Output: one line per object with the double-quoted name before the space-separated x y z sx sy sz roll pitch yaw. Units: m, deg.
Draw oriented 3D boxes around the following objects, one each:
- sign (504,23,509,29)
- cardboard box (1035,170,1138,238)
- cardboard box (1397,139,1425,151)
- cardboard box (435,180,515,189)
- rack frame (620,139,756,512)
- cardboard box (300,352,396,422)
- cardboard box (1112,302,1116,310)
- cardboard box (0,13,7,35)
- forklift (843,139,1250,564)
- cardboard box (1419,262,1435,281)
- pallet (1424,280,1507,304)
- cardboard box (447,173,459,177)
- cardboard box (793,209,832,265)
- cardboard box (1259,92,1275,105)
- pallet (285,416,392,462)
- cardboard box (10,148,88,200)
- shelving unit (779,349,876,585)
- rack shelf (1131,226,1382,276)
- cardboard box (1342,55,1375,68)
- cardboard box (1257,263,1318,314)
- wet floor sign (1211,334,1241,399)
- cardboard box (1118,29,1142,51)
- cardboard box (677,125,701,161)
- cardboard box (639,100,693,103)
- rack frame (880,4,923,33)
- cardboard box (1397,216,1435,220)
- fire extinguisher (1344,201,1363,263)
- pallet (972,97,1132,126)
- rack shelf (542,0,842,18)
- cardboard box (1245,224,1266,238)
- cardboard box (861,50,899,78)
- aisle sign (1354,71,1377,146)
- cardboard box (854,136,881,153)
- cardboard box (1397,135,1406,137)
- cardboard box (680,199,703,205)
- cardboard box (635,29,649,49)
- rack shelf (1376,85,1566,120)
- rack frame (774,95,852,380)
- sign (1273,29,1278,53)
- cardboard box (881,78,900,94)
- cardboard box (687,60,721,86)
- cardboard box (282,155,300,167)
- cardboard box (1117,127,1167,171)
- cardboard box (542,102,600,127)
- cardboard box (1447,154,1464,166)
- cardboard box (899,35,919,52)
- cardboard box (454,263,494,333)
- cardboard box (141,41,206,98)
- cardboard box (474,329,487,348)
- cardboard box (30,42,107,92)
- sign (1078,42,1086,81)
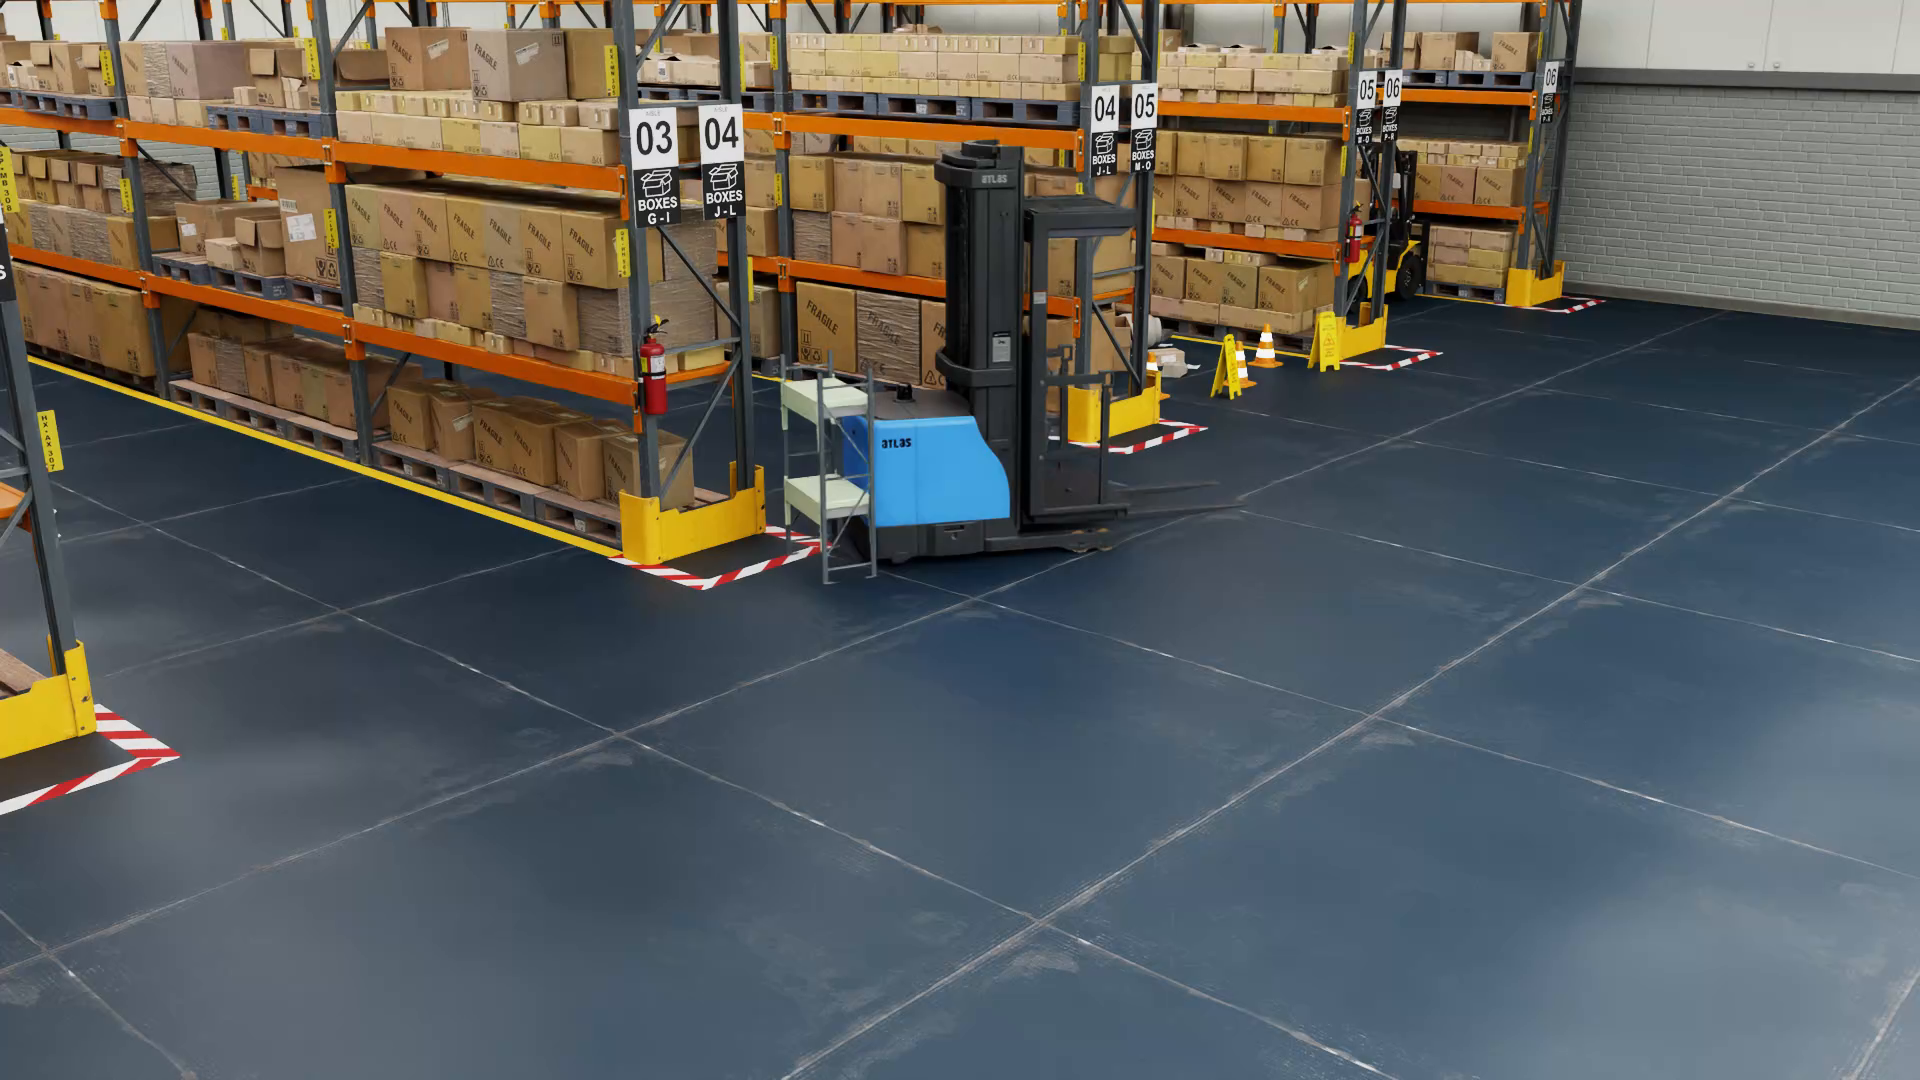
"sign" -7.692 -8.604 28.228 0.005 0.325 0.100 15 23 39
"cardboard box" 1.186 -3.161 15.579 0.550 0.550 0.875 15 23 39
"cardboard box" 6.381 -5.585 23.521 0.250 0.149 0.380 15 23 40
"cardboard box" -4.028 -2.730 13.946 0.500 0.500 0.500 15 23 39
"rack frame" -1.930 -1.389 12.031 0.127 3.000 1.000 15 23 39
"cardboard box" -5.711 -1.439 15.592 0.500 0.500 0.700 15 23 39
"cardboard box" 1.918 -3.145 21.413 0.500 0.250 0.500 14 22 37
"cardboard box" -11.604 -6.072 19.561 0.500 0.250 0.500 13 22 36
"forklift" 0.678 -1.447 12.327 3.031 2.935 1.130 -4 18 -13
"cardboard box" 6.645 -3.872 23.705 0.500 0.250 0.500 15 23 40
"pallet" 7.340 -3.570 23.512 1.213 0.211 1.003 15 23 39
"cardboard box" -6.376 -4.769 21.417 0.250 0.149 0.380 16 24 41
"cardboard box" -1.270 -3.294 17.786 0.550 0.550 0.875 15 23 39
"cardboard box" 3.666 -5.119 19.240 0.250 0.149 0.380 15 23 40
"pallet" -5.505 -1.019 15.475 1.213 0.211 1.003 15 23 39
"cardboard box" -10.422 -4.198 19.058 0.637 0.503 0.797 14 23 38
"shelving unit" -0.938 -0.529 11.798 0.431 1.500 0.755 -8 19 -25
"rack shelf" 3.152 -3.690 20.470 4.000 0.370 1.077 15 23 39
"cardboard box" 4.518 -5.439 18.929 0.250 0.149 0.380 15 23 39
"cardboard box" 3.876 -2.980 19.655 0.500 0.500 0.500 15 23 40
"wet floor sign" 2.774 -1.811 17.252 0.232 0.644 0.267 11 20 30
"cardboard box" 2.780 -7.807 26.270 0.500 0.500 0.700 14 23 38
"cardboard box" -2.119 -2.903 12.089 0.500 0.250 0.500 16 24 41
"cardboard box" -2.112 -3.119 12.111 0.250 0.149 0.380 16 23 40
"rack frame" -1.035 -10.024 29.321 0.127 3.000 1.000 15 23 39
"cardboard box" 6.584 -4.567 24.243 0.500 0.250 0.500 14 23 38
"fire extinguisher" 4.428 -3.467 18.706 0.183 0.674 0.296 15 23 39
"pallet" 0.876 -4.025 15.524 1.213 0.211 1.003 15 23 39
"rack shelf" -3.050 -6.022 18.560 4.000 0.370 1.077 15 23 39
"cardboard box" 3.573 -3.665 19.618 0.250 0.149 0.380 16 23 40
"cardboard box" -0.618 -4.679 16.333 0.500 0.250 0.500 15 23 39
"aisle sign" 4.502 -4.792 18.456 0.004 0.787 0.394 15 23 39
"cardboard box" -1.153 -5.485 23.583 0.500 0.500 0.500 14 22 38
"cardboard box" 6.324 -5.797 24.189 0.250 0.149 0.380 15 23 39
"cardboard box" -2.877 -3.589 18.797 0.500 0.500 0.500 15 23 40
"cardboard box" -5.357 -8.031 26.970 0.797 0.503 0.637 -16 24 -41
"rack shelf" 6.444 -6.244 23.557 4.000 0.370 1.077 15 23 39
"rack frame" -1.554 -3.294 18.033 0.127 3.000 1.000 15 23 39
"sign" 4.595 -7.260 24.195 0.005 0.325 0.100 15 23 39
"cardboard box" -0.553 -4.447 16.262 0.250 0.149 0.380 15 23 39
"cardboard box" -2.623 -5.099 18.148 0.500 0.250 0.500 15 23 39
"cardboard box" -9.601 -5.538 24.445 0.500 0.500 0.500 15 23 40
"cardboard box" 2.209 -4.856 20.643 0.500 0.500 0.700 15 23 40
"cardboard box" -2.739 -3.032 11.836 0.250 0.149 0.380 14 22 37
"cardboard box" 6.953 -5.281 23.056 0.250 0.149 0.380 15 23 39
"cardboard box" -0.369 -4.777 15.983 0.250 0.149 0.380 15 23 39
"cardboard box" -3.488 -1.982 13.241 0.500 0.500 0.875 15 23 39
"cardboard box" -7.356 -4.456 15.743 0.500 0.500 0.500 15 23 40
"cardboard box" -3.613 -1.623 13.184 0.250 0.149 0.380 15 23 39
"cardboard box" -9.455 -5.080 17.836 0.637 0.503 0.797 15 23 39
"sign" 1.067 -4.185 14.549 0.005 0.325 0.100 15 23 39
